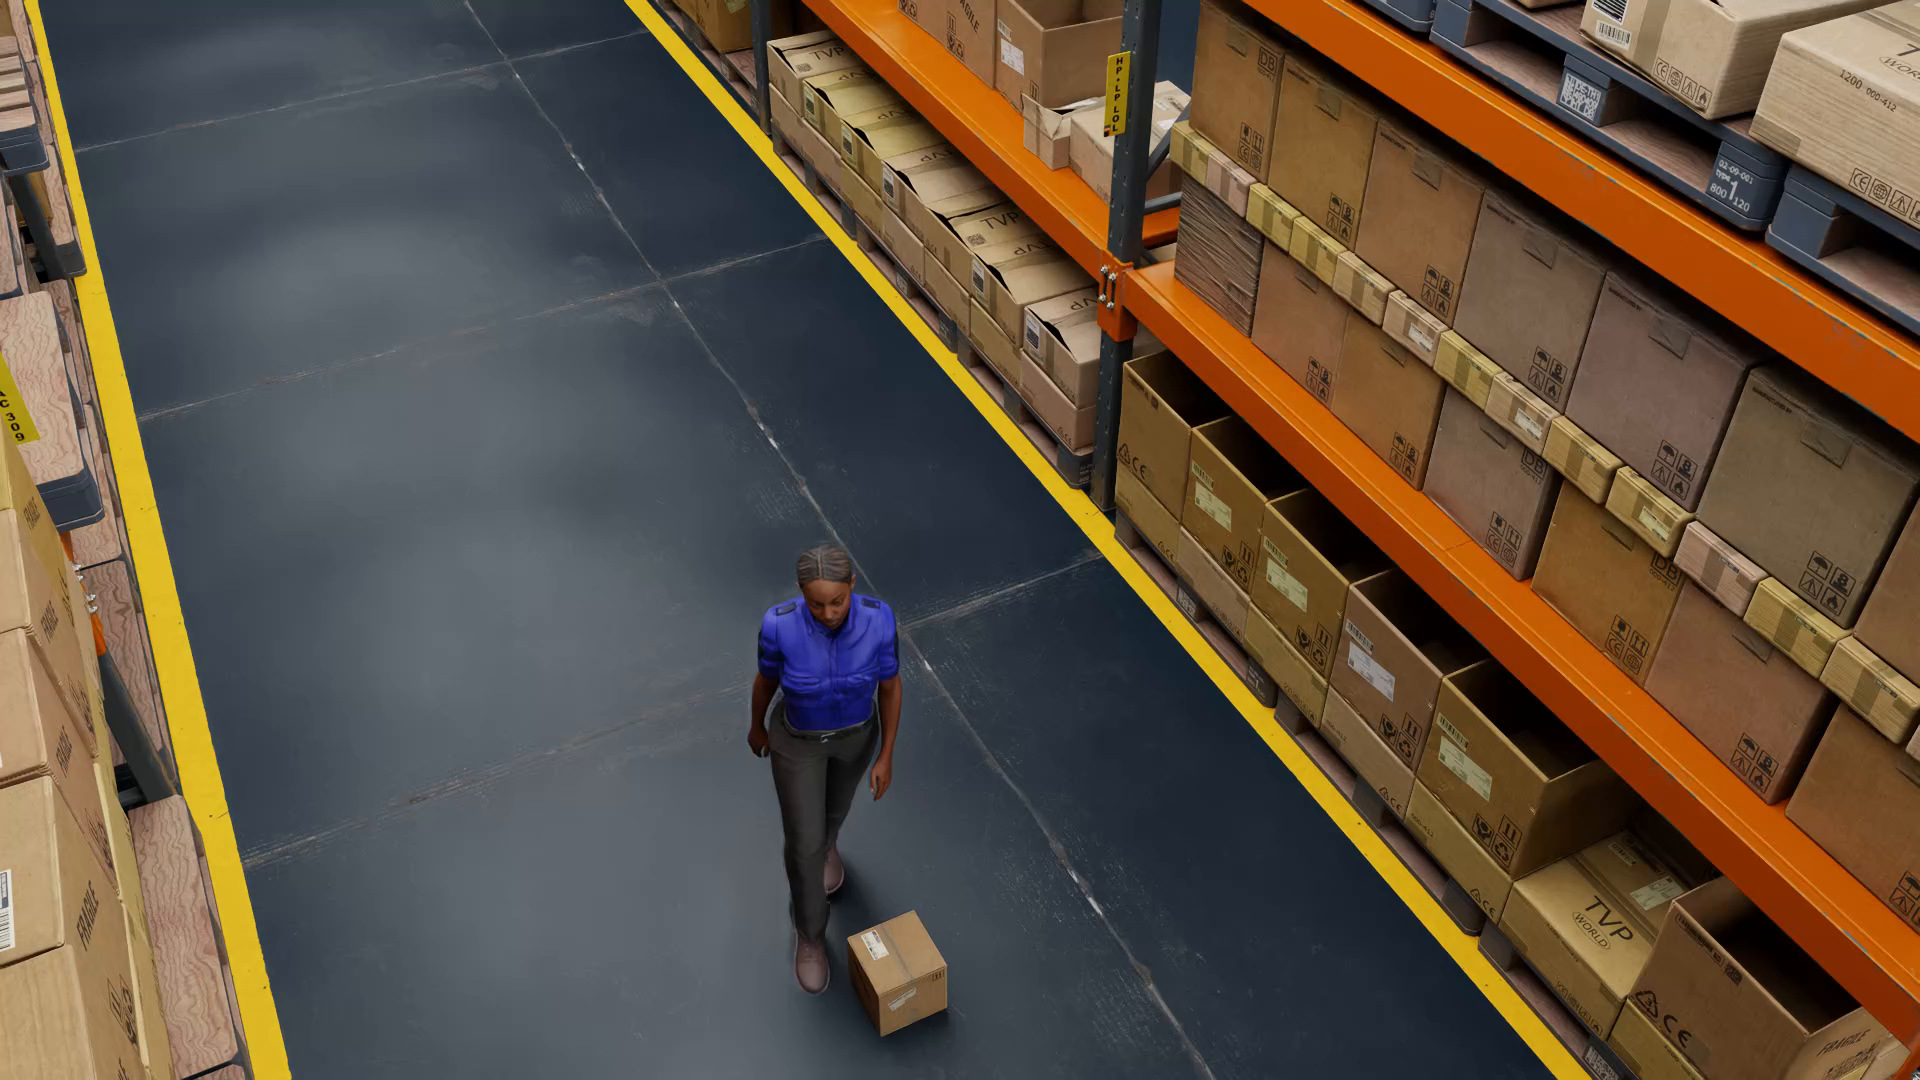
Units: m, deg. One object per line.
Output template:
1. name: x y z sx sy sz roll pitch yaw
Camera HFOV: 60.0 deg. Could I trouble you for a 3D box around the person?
1. person: -0.415 0.689 5.382 0.492 1.670 0.665 -11 43 -12
